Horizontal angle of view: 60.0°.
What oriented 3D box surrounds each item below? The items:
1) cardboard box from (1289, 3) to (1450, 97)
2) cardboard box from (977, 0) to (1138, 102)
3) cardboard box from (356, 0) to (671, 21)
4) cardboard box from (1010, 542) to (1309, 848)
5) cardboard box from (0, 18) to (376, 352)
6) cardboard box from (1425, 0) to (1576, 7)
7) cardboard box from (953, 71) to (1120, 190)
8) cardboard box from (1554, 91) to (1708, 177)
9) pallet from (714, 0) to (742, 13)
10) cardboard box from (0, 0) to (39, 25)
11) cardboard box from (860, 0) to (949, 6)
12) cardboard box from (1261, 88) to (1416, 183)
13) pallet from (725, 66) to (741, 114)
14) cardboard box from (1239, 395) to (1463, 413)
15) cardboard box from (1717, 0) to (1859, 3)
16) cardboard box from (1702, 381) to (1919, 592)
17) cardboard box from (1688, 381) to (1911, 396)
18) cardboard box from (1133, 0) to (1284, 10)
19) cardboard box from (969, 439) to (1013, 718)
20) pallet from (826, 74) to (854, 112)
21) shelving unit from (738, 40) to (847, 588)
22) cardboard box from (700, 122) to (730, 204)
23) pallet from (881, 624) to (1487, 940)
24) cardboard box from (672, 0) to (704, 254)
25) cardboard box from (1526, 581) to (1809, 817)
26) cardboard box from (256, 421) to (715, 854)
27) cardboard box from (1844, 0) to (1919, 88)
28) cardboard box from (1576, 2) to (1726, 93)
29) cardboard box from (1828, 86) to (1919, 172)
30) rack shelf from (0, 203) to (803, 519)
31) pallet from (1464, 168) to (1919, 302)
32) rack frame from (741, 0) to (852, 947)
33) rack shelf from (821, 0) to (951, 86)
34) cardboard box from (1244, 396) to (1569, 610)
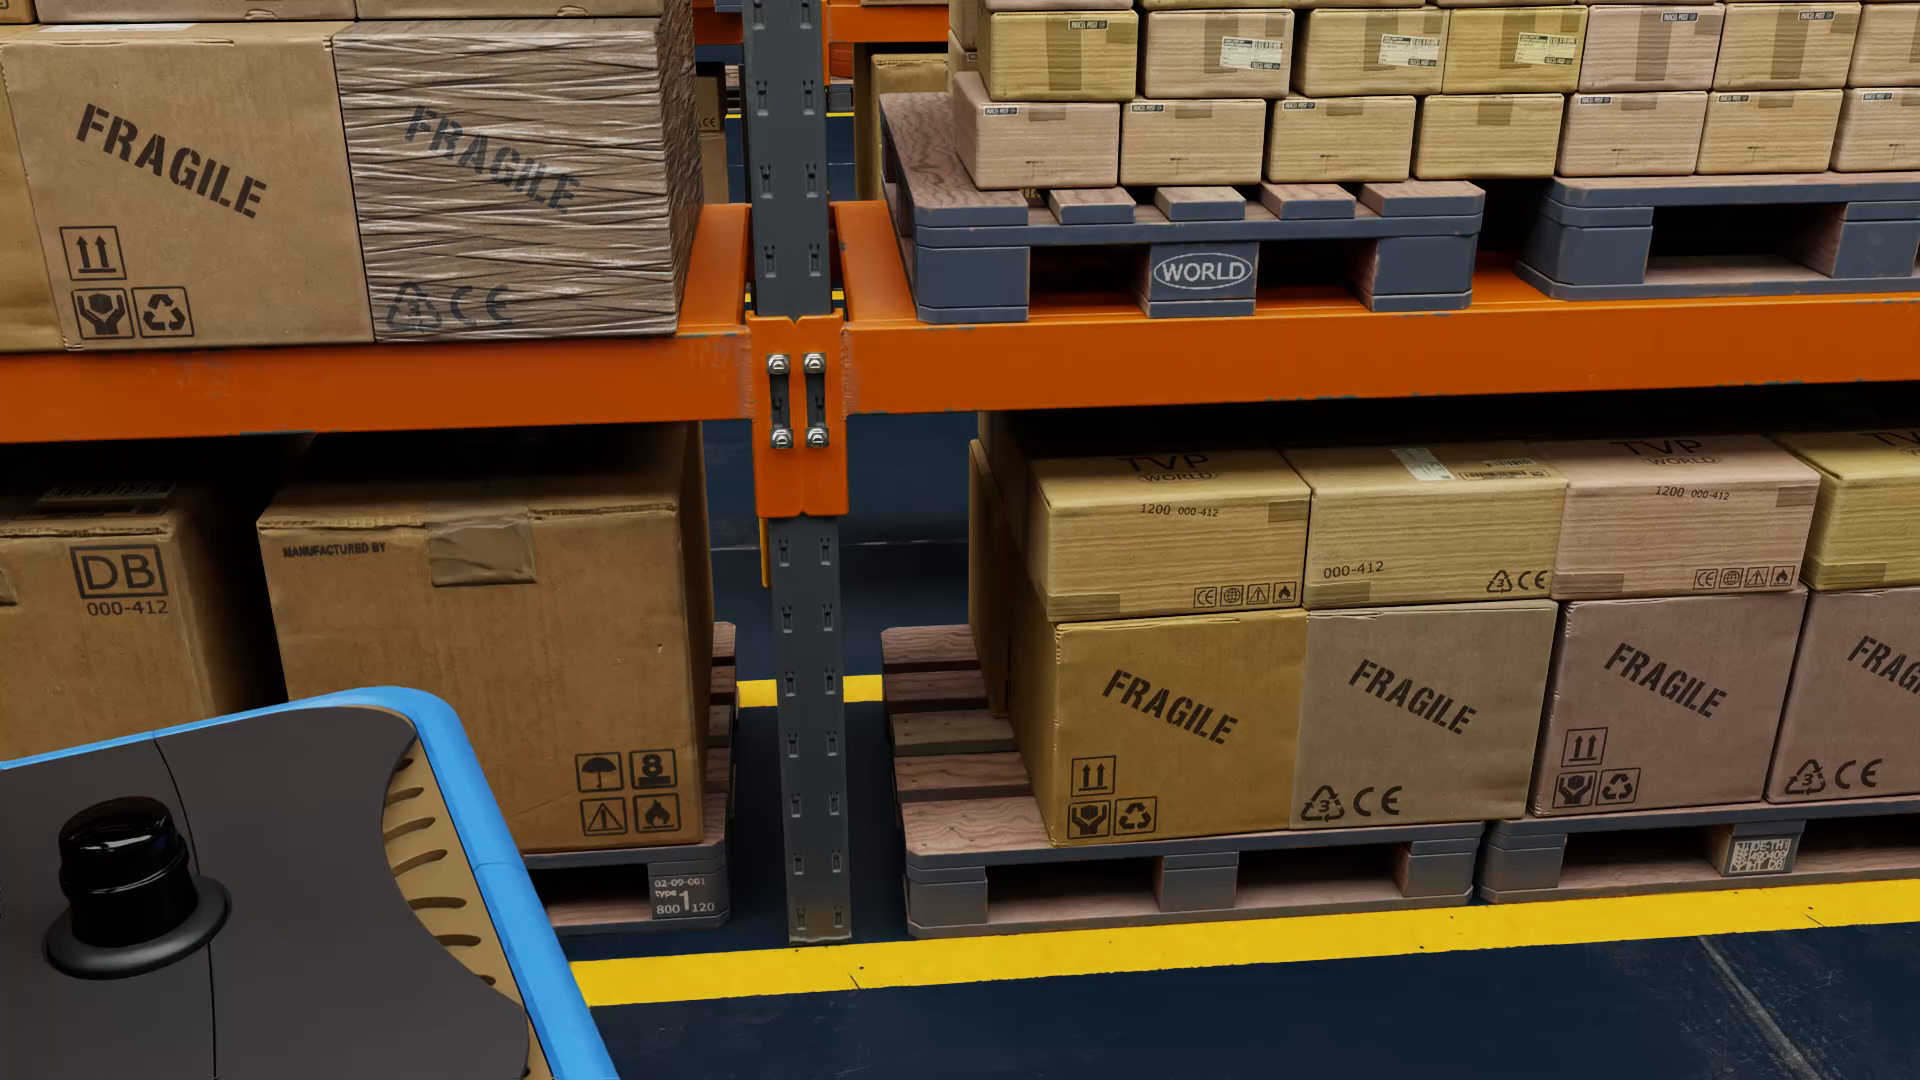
[{"bbox_3d":[0.703,-0.921,3.055,0.250,0.149,0.380,-3,24,-7],"label":"cardboard box"},{"bbox_3d":[0.168,-0.897,3.002,0.250,0.149,0.380,-1,24,-3],"label":"cardboard box"},{"bbox_3d":[-0.781,-1.235,2.981,0.500,0.500,0.700,-2,24,-5],"label":"cardboard box"},{"bbox_3d":[0.396,0.279,3.490,0.500,0.500,0.500,-3,24,-7],"label":"cardboard box"},{"bbox_3d":[-1.251,-0.646,2.888,0.500,0.500,0.500,-2,24,-5],"label":"cardboard box"},{"bbox_3d":[0.921,-1.066,3.014,0.250,0.149,0.380,-3,24,-7],"label":"cardboard box"},{"bbox_3d":[0.132,-0.760,3.058,0.250,0.149,0.380,-3,24,-6],"label":"cardboard box"},{"bbox_3d":[1.201,-0.804,3.159,0.250,0.149,0.380,-2,24,-3],"label":"cardboard box"},{"bbox_3d":[-1.419,-2.596,7.634,1.003,0.211,1.213,-2,24,-5],"label":"pallet"},{"bbox_3d":[-1.794,-1.193,2.887,0.500,0.500,0.700,-3,24,-6],"label":"cardboard box"},{"bbox_3d":[-0.210,-2.710,7.531,0.500,0.500,0.500,-2,24,-4],"label":"cardboard box"},{"bbox_3d":[0.668,-0.781,3.107,0.250,0.149,0.380,-1,24,-2],"label":"cardboard box"},{"bbox_3d":[-1.982,-3.468,12.792,1.213,0.211,1.003,-2,24,-5],"label":"pallet"},{"bbox_3d":[0.823,-0.296,3.861,0.500,0.250,0.500,-2,24,-4],"label":"cardboard box"},{"bbox_3d":[1.454,-1.089,3.066,0.250,0.149,0.380,-2,24,-4],"label":"cardboard box"},{"bbox_3d":[1.894,-0.124,3.474,0.500,0.250,0.500,-3,24,-7],"label":"cardboard box"},{"bbox_3d":[1.849,-0.335,3.947,0.500,0.250,0.500,-1,24,-3],"label":"cardboard box"},{"bbox_3d":[0.413,-1.047,2.973,0.250,0.149,0.380,-3,24,-7],"label":"cardboard box"},{"bbox_3d":[0.296,0.072,3.955,0.500,0.500,0.500,-2,24,-5],"label":"cardboard box"},{"bbox_3d":[-0.426,-3.531,12.935,1.213,0.211,1.003,-2,24,-5],"label":"pallet"},{"bbox_3d":[-0.076,-0.682,4.939,1.083,1.500,0.587,-2,24,-5],"label":"shelving unit"},{"bbox_3d":[-1.385,-1.779,8.096,0.500,0.500,0.700,-4,24,-8],"label":"cardboard box"},{"bbox_3d":[0.445,0.497,3.871,1.213,0.211,1.003,-2,24,-5],"label":"pallet"},{"bbox_3d":[-0.806,-0.883,3.421,0.500,0.500,0.500,-2,24,-5],"label":"cardboard box"},{"bbox_3d":[1.406,0.235,3.589,0.500,0.500,0.500,-3,24,-6],"label":"cardboard box"},{"bbox_3d":[-0.948,0.078,3.635,0.750,0.750,1.050,-3,24,-6],"label":"cardboard box"},{"bbox_3d":[1.717,-0.962,3.147,0.250,0.149,0.380,-1,24,-3],"label":"cardboard box"},{"bbox_3d":[1.202,-0.941,3.100,0.250,0.149,0.380,-2,24,-5],"label":"cardboard box"},{"bbox_3d":[1.710,-0.823,3.201,0.250,0.149,0.380,-3,24,-7],"label":"cardboard box"},{"bbox_3d":[-2.323,-0.338,3.202,4.000,0.370,1.077,-2,24,-5],"label":"rack shelf"},{"bbox_3d":[1.633,-0.754,3.490,1.213,0.211,1.003,-2,24,-5],"label":"pallet"},{"bbox_3d":[-0.333,-0.746,3.236,0.127,3.000,1.000,-2,24,-5],"label":"rack frame"},{"bbox_3d":[1.270,-2.506,8.081,4.000,0.370,1.077,-2,24,-5],"label":"rack shelf"},{"bbox_3d":[0.882,-0.089,3.393,0.500,0.250,0.500,-3,24,-6],"label":"cardboard box"}]
